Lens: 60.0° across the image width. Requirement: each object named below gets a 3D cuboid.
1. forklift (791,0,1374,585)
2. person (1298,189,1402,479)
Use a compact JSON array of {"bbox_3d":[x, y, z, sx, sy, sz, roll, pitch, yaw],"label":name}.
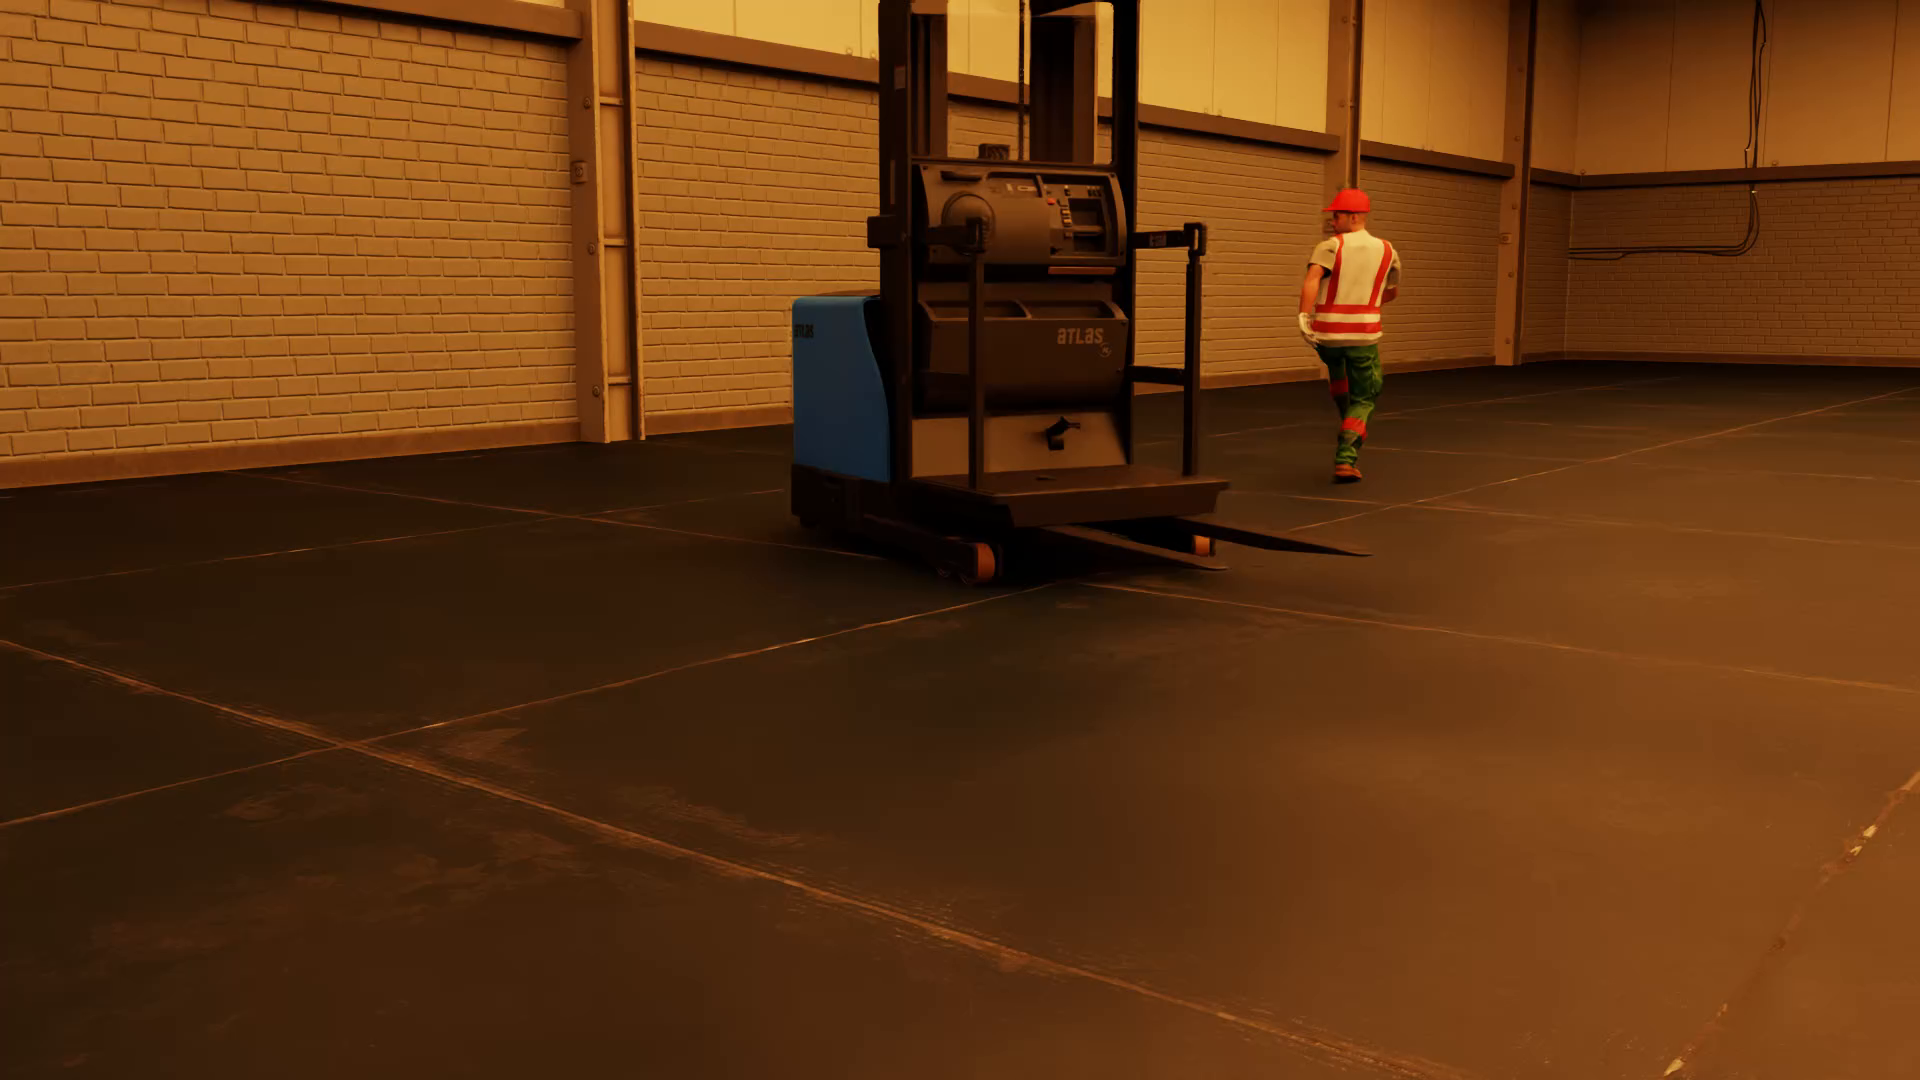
[{"bbox_3d":[0.366,-1.354,6.533,1.130,2.935,3.031,-5,9,-28],"label":"forklift"},{"bbox_3d":[2.313,-1.219,9.854,0.557,1.686,0.992,2,9,16],"label":"person"}]
